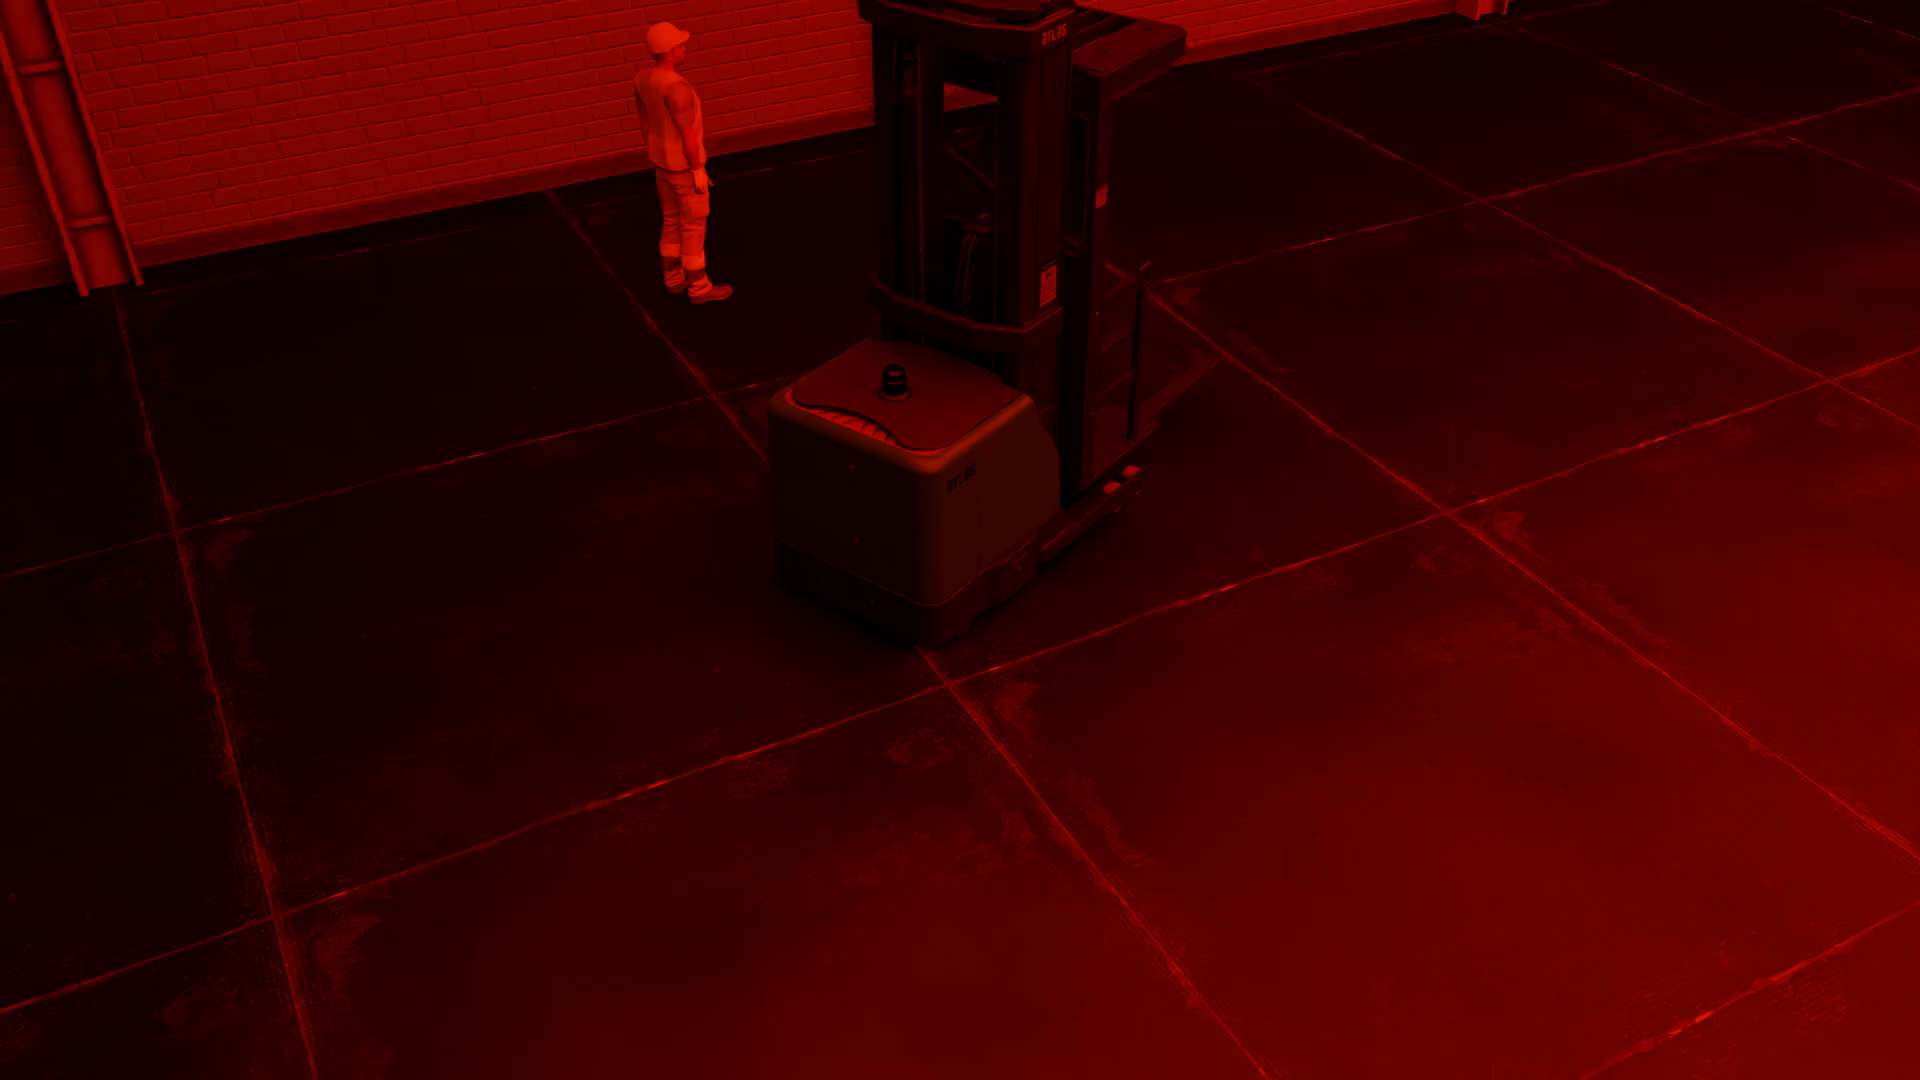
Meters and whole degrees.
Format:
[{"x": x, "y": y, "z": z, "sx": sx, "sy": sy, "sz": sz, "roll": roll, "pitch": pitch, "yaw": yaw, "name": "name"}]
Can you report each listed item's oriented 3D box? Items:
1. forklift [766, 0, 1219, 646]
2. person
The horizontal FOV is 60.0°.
[{"x": 0.359, "y": -1.496, "z": 8.239, "sx": 1.130, "sy": 2.935, "sz": 3.031, "roll": 23, "pitch": 41, "yaw": 29, "name": "forklift"}, {"x": -1.755, "y": -2.369, "z": 10.462, "sx": 0.354, "sy": 1.795, "sz": 0.559, "roll": -27, "pitch": 43, "yaw": -33, "name": "person"}]
